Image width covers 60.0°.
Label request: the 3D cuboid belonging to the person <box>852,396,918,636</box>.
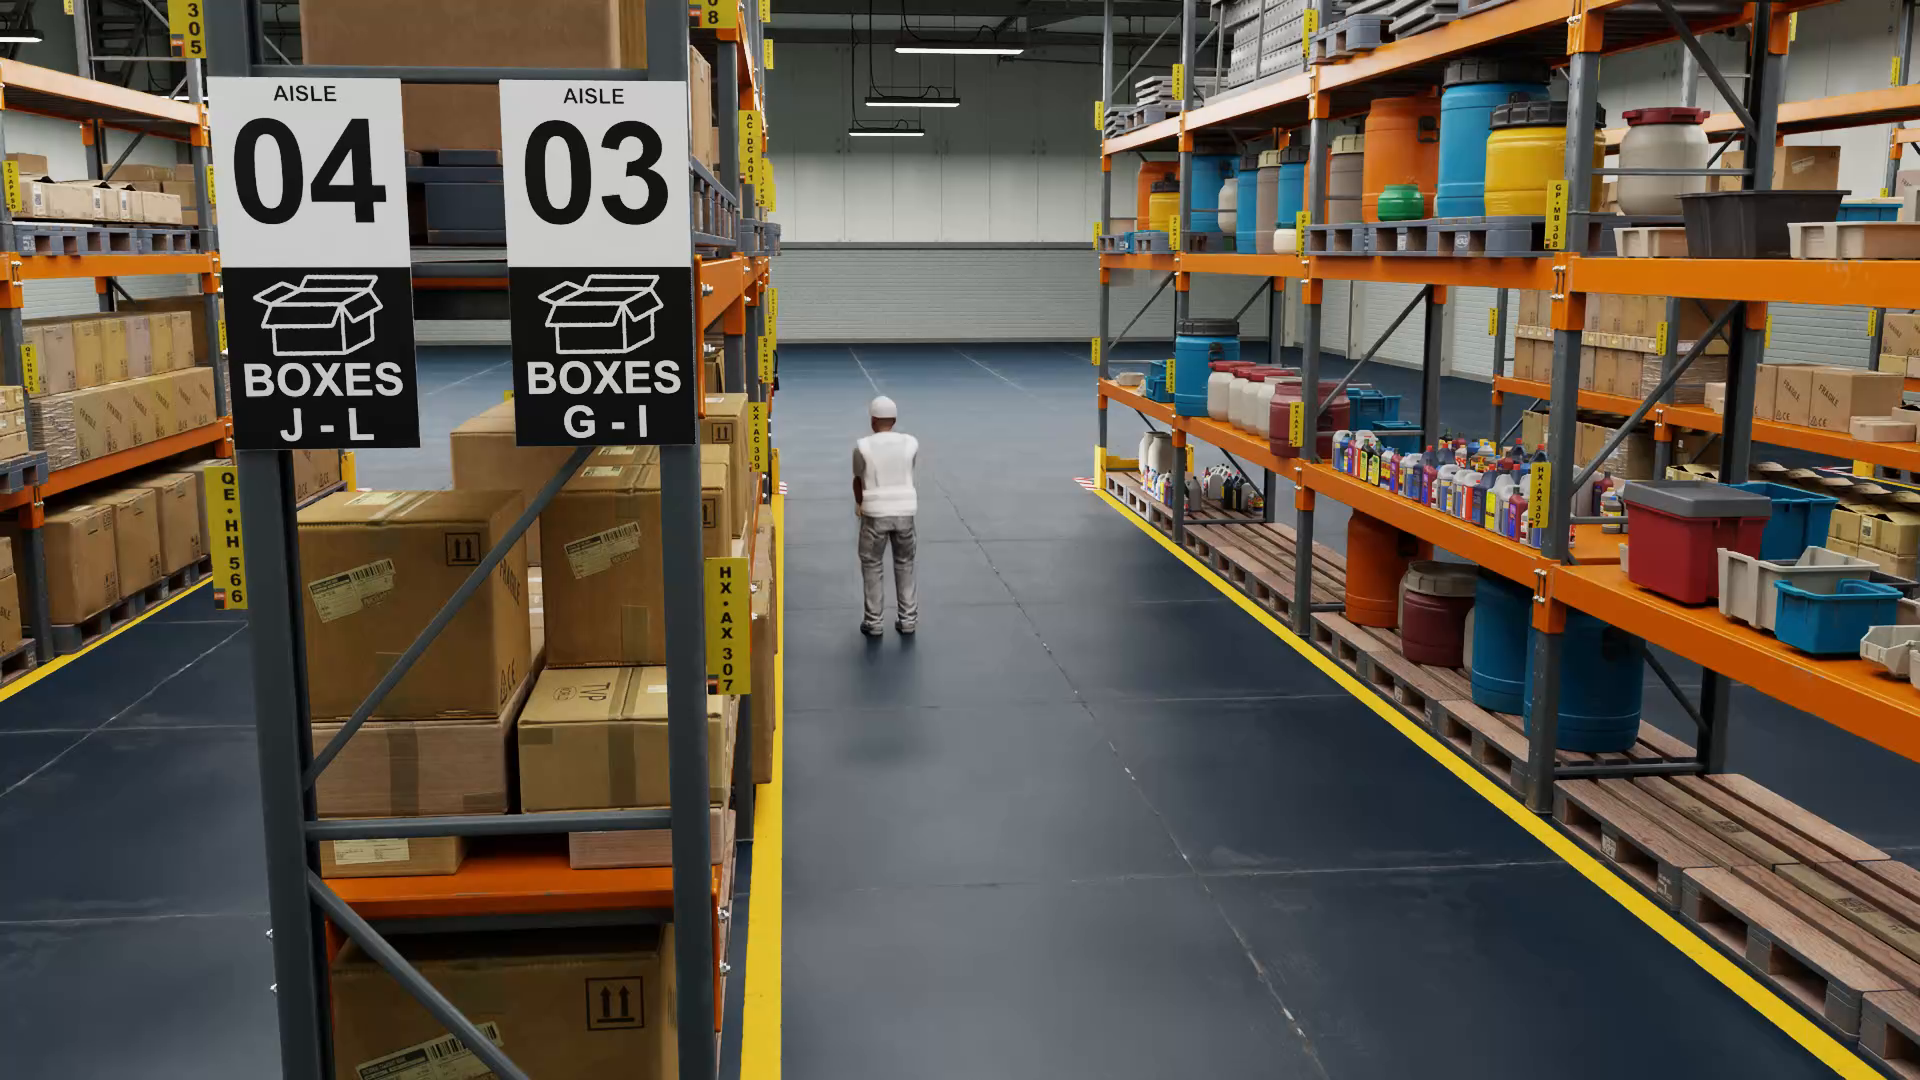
[{"bbox_3d":[-0.582,-0.199,12.496,0.492,1.777,0.577,-3,10,-19],"label":"person"}]
